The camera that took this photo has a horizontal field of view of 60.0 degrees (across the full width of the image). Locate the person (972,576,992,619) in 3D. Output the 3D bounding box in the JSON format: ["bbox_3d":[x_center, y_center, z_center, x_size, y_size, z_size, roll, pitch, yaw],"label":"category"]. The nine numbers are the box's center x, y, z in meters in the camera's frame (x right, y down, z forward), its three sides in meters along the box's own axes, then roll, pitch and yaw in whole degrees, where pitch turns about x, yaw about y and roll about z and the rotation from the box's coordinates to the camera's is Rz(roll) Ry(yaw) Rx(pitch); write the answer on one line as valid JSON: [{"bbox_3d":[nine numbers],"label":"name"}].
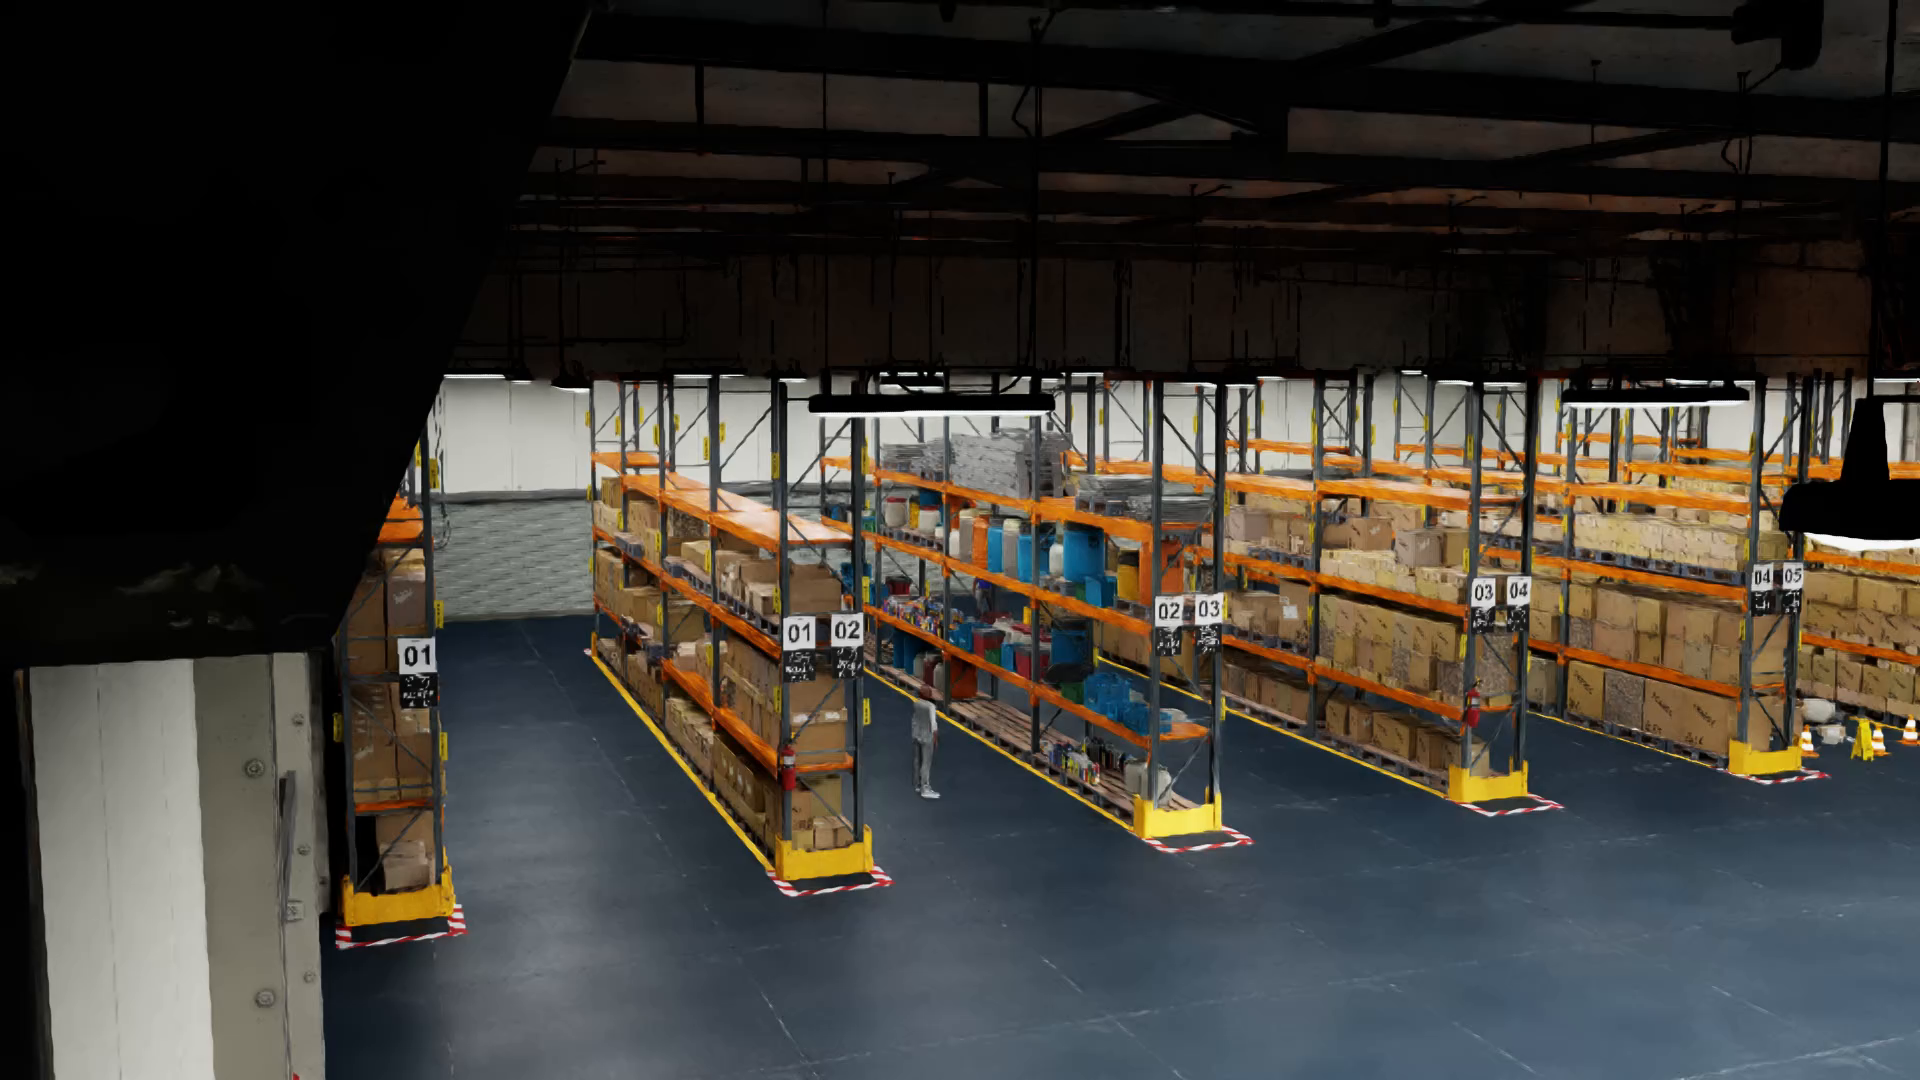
[{"bbox_3d":[0.599,1.206,38.884,0.618,1.611,0.747,1,6,8],"label":"person"}]

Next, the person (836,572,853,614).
[{"bbox_3d":[-2.567,1.523,35.429,0.634,1.731,1.019,0,6,0],"label":"person"}]

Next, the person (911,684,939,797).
[{"bbox_3d":[-0.491,2.859,23.897,0.505,1.603,0.417,5,8,40],"label":"person"}]

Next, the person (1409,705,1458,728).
[{"bbox_3d":[8.033,2.367,28.321,0.495,1.587,1.086,-2,7,-17],"label":"person"}]
